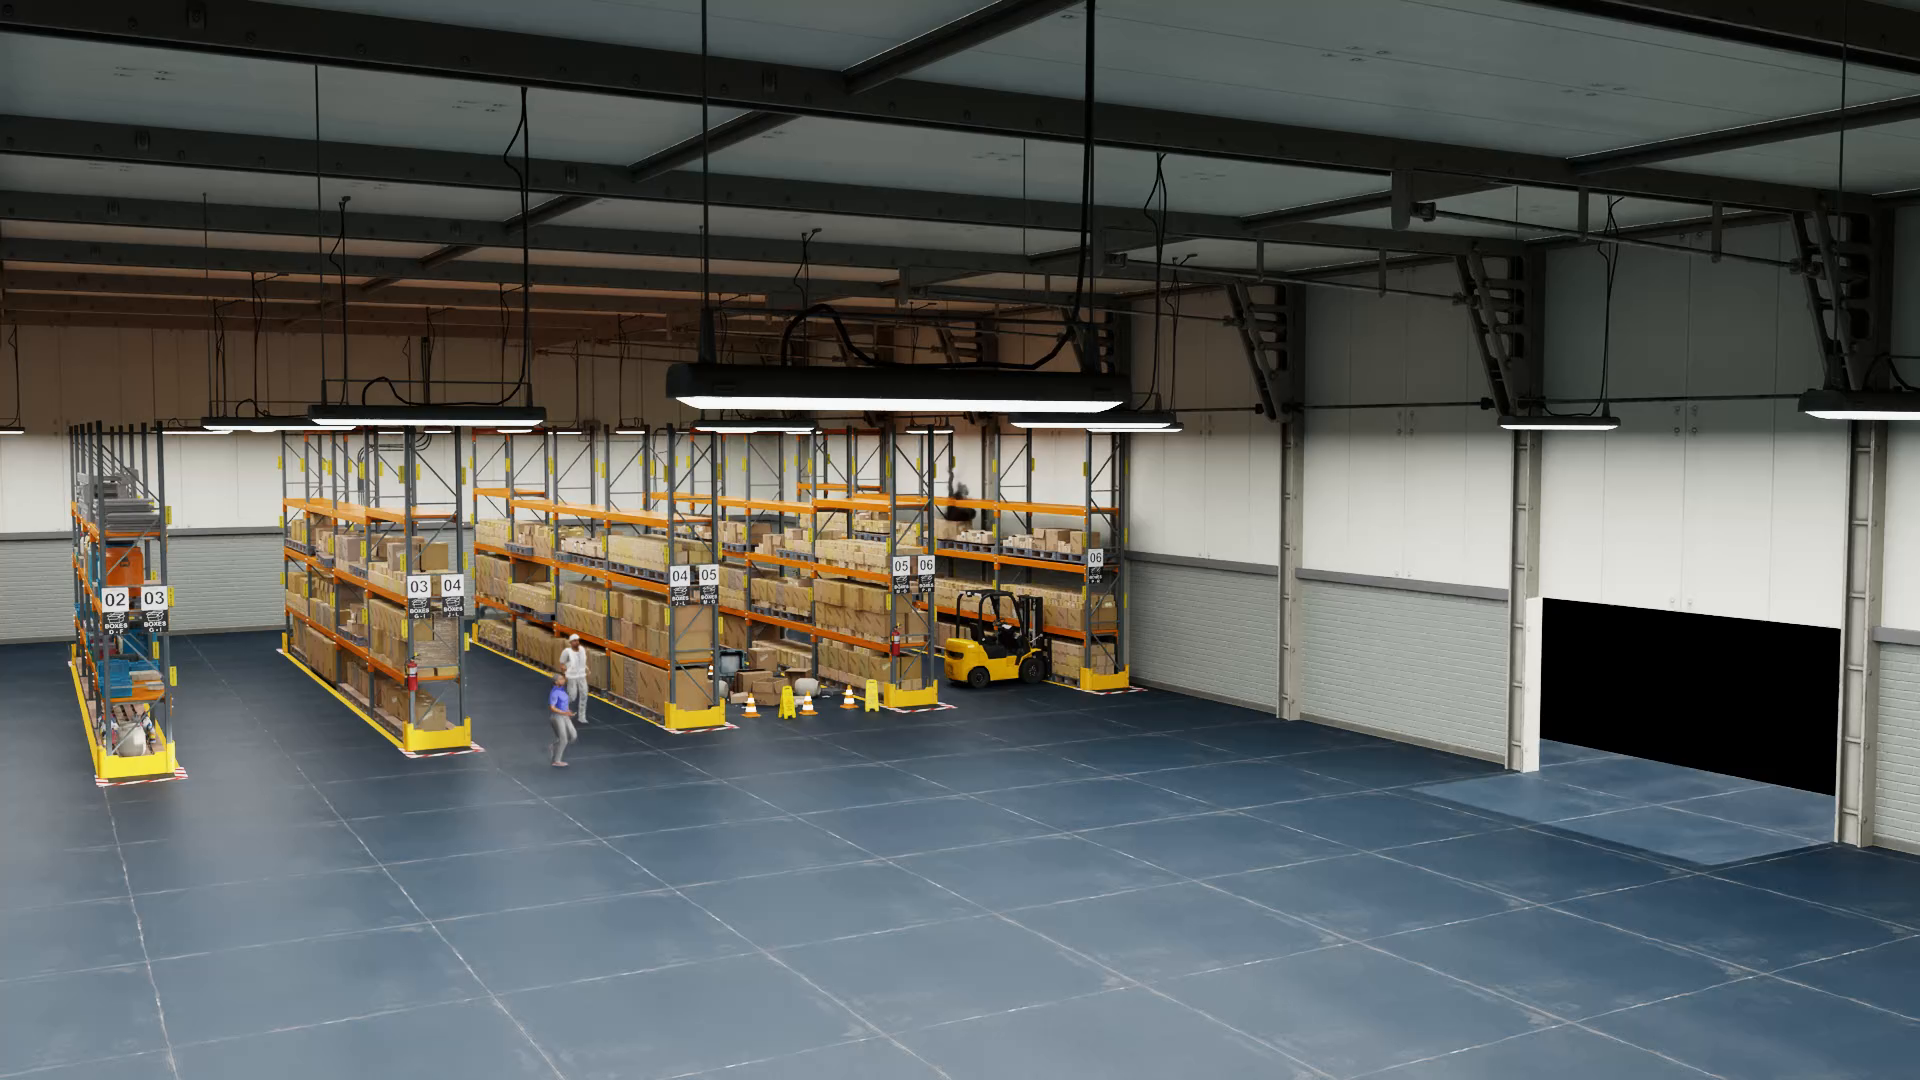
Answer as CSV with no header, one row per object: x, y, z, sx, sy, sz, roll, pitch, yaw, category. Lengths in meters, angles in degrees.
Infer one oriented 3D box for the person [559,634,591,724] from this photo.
-7.752,2.778,33.500,0.691,1.781,0.914,-3,5,-41,person

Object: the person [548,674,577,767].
-6.935,3.132,28.975,0.541,1.616,0.620,1,4,9,person

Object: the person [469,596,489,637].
-13.744,1.900,47.925,0.862,1.763,0.738,-2,4,-27,person
